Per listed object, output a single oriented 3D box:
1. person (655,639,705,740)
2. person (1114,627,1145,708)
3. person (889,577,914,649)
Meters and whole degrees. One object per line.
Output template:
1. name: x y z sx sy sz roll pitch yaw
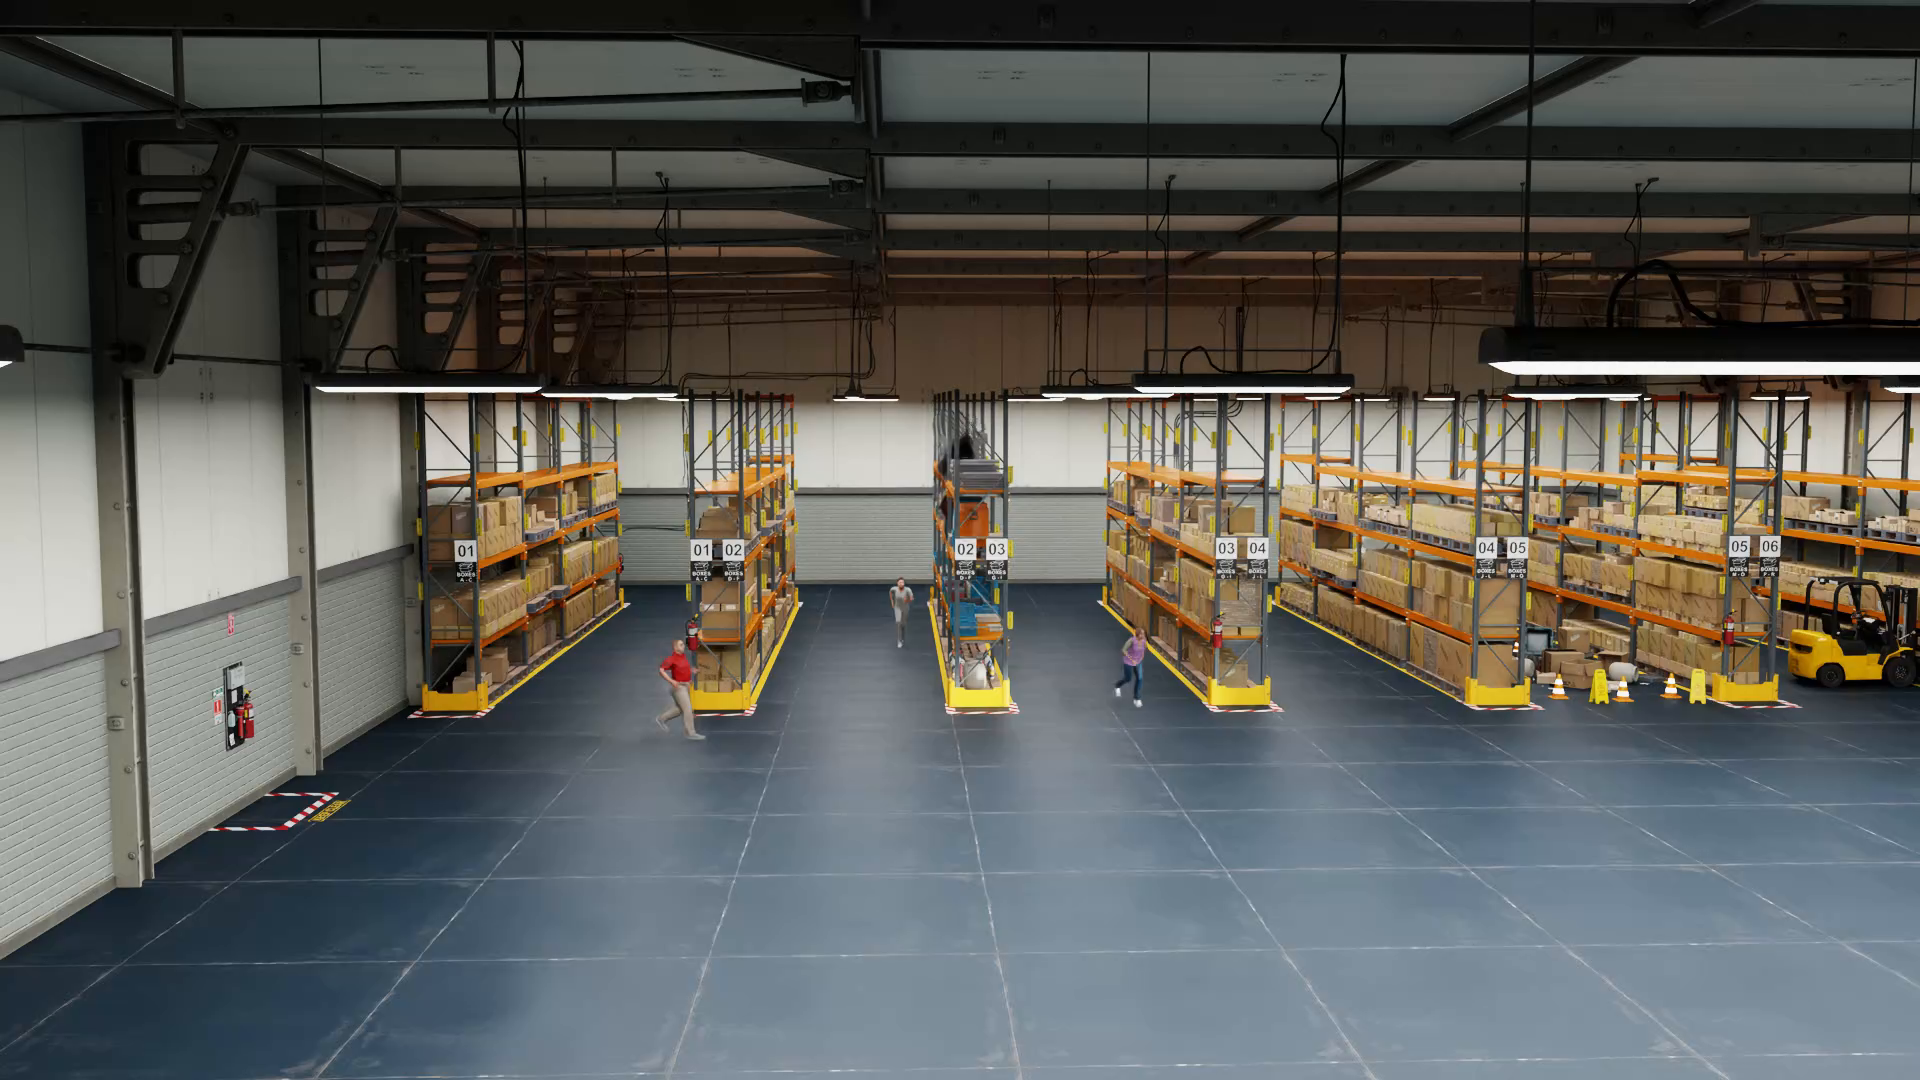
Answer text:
1. person: -4.800 2.540 28.407 0.959 1.700 0.671 1 5 13
2. person: 3.246 2.389 31.800 0.570 1.547 0.914 -3 6 -33
3. person: -1.384 1.696 39.432 0.566 1.674 0.909 0 5 -5
